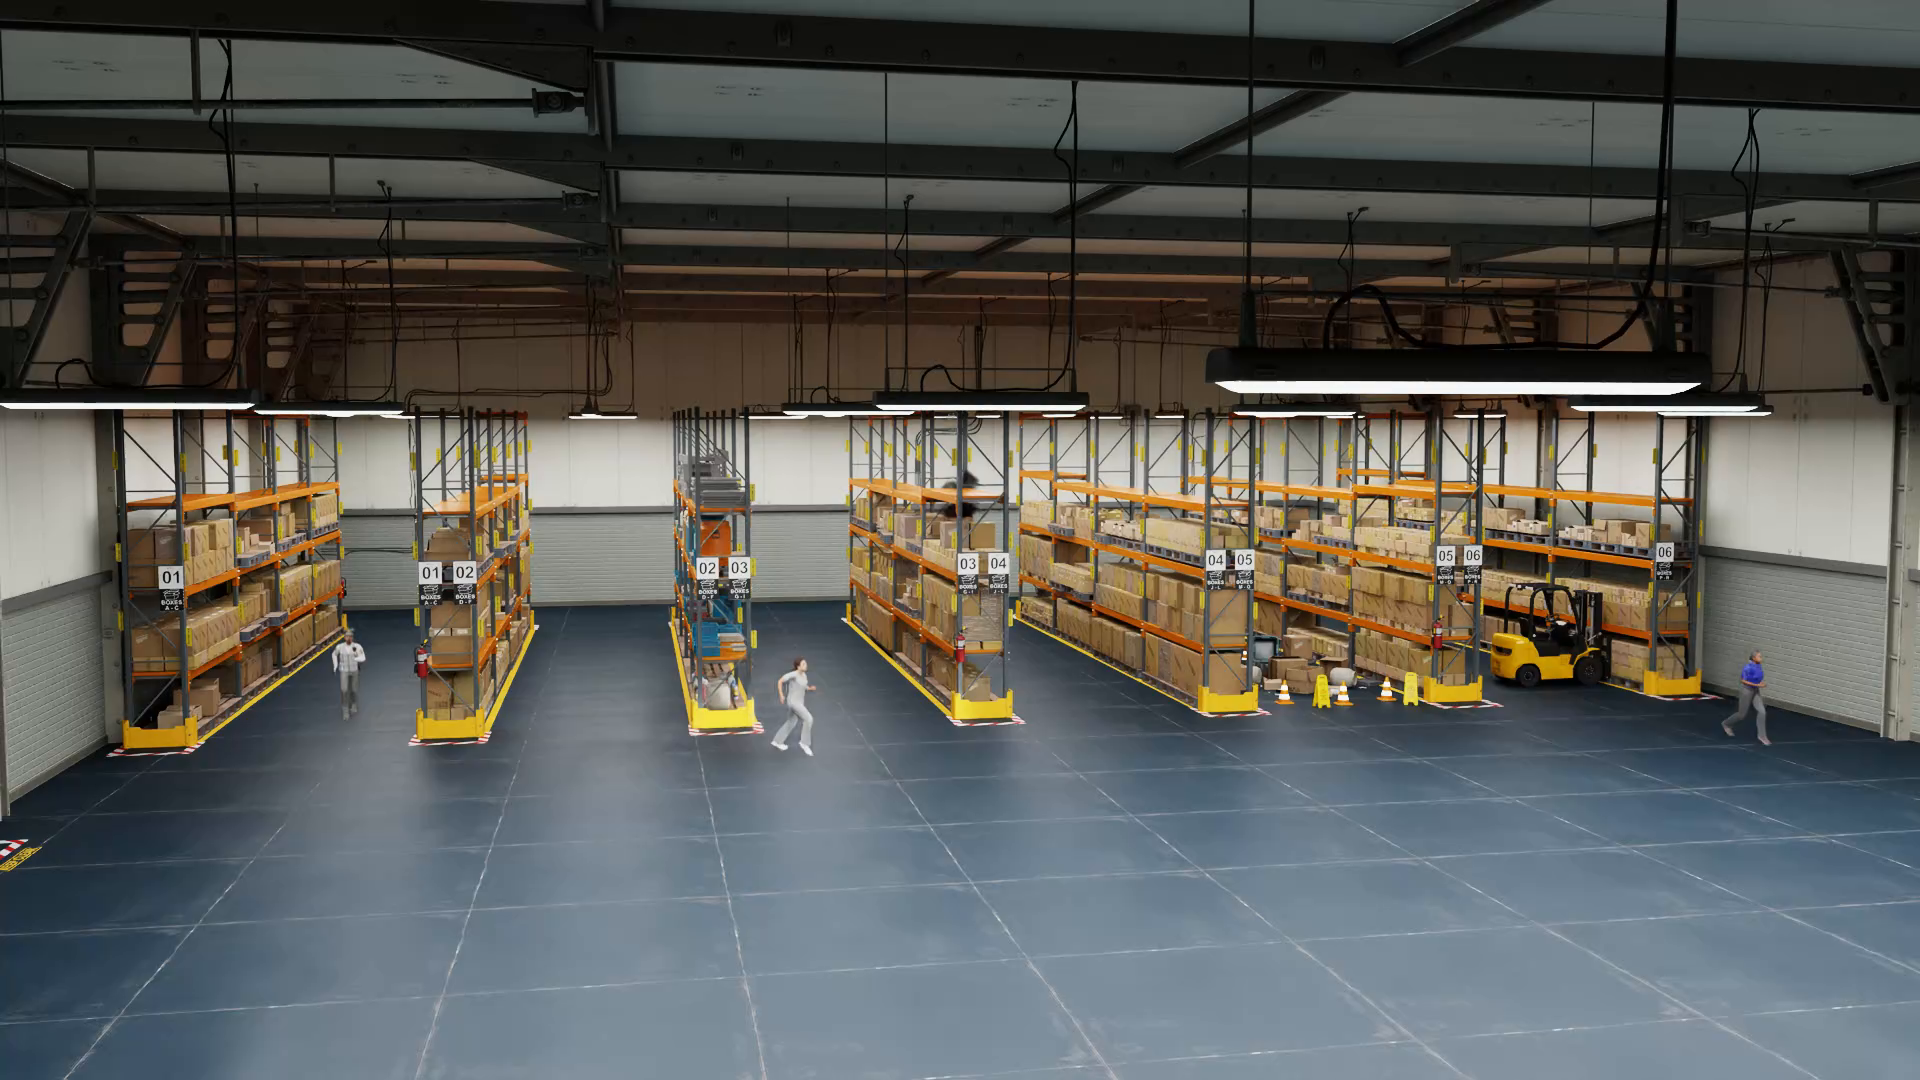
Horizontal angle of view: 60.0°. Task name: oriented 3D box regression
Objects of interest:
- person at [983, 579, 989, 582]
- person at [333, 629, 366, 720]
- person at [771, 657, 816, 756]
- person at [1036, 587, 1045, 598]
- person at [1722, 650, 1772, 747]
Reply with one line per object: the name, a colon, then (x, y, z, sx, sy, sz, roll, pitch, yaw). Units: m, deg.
person: (0.831, 1.502, 46.909, 0.729, 1.771, 0.936, 0, 4, -2)
person: (-11.810, 2.565, 32.156, 0.592, 1.708, 0.849, -2, 4, -20)
person: (-2.869, 2.859, 28.637, 0.832, 1.692, 0.586, 1, 4, 19)
person: (2.528, 1.357, 49.785, 0.682, 1.691, 0.701, 2, 4, 23)
person: (14.100, 2.797, 29.727, 0.600, 1.663, 0.970, -3, 5, -32)
